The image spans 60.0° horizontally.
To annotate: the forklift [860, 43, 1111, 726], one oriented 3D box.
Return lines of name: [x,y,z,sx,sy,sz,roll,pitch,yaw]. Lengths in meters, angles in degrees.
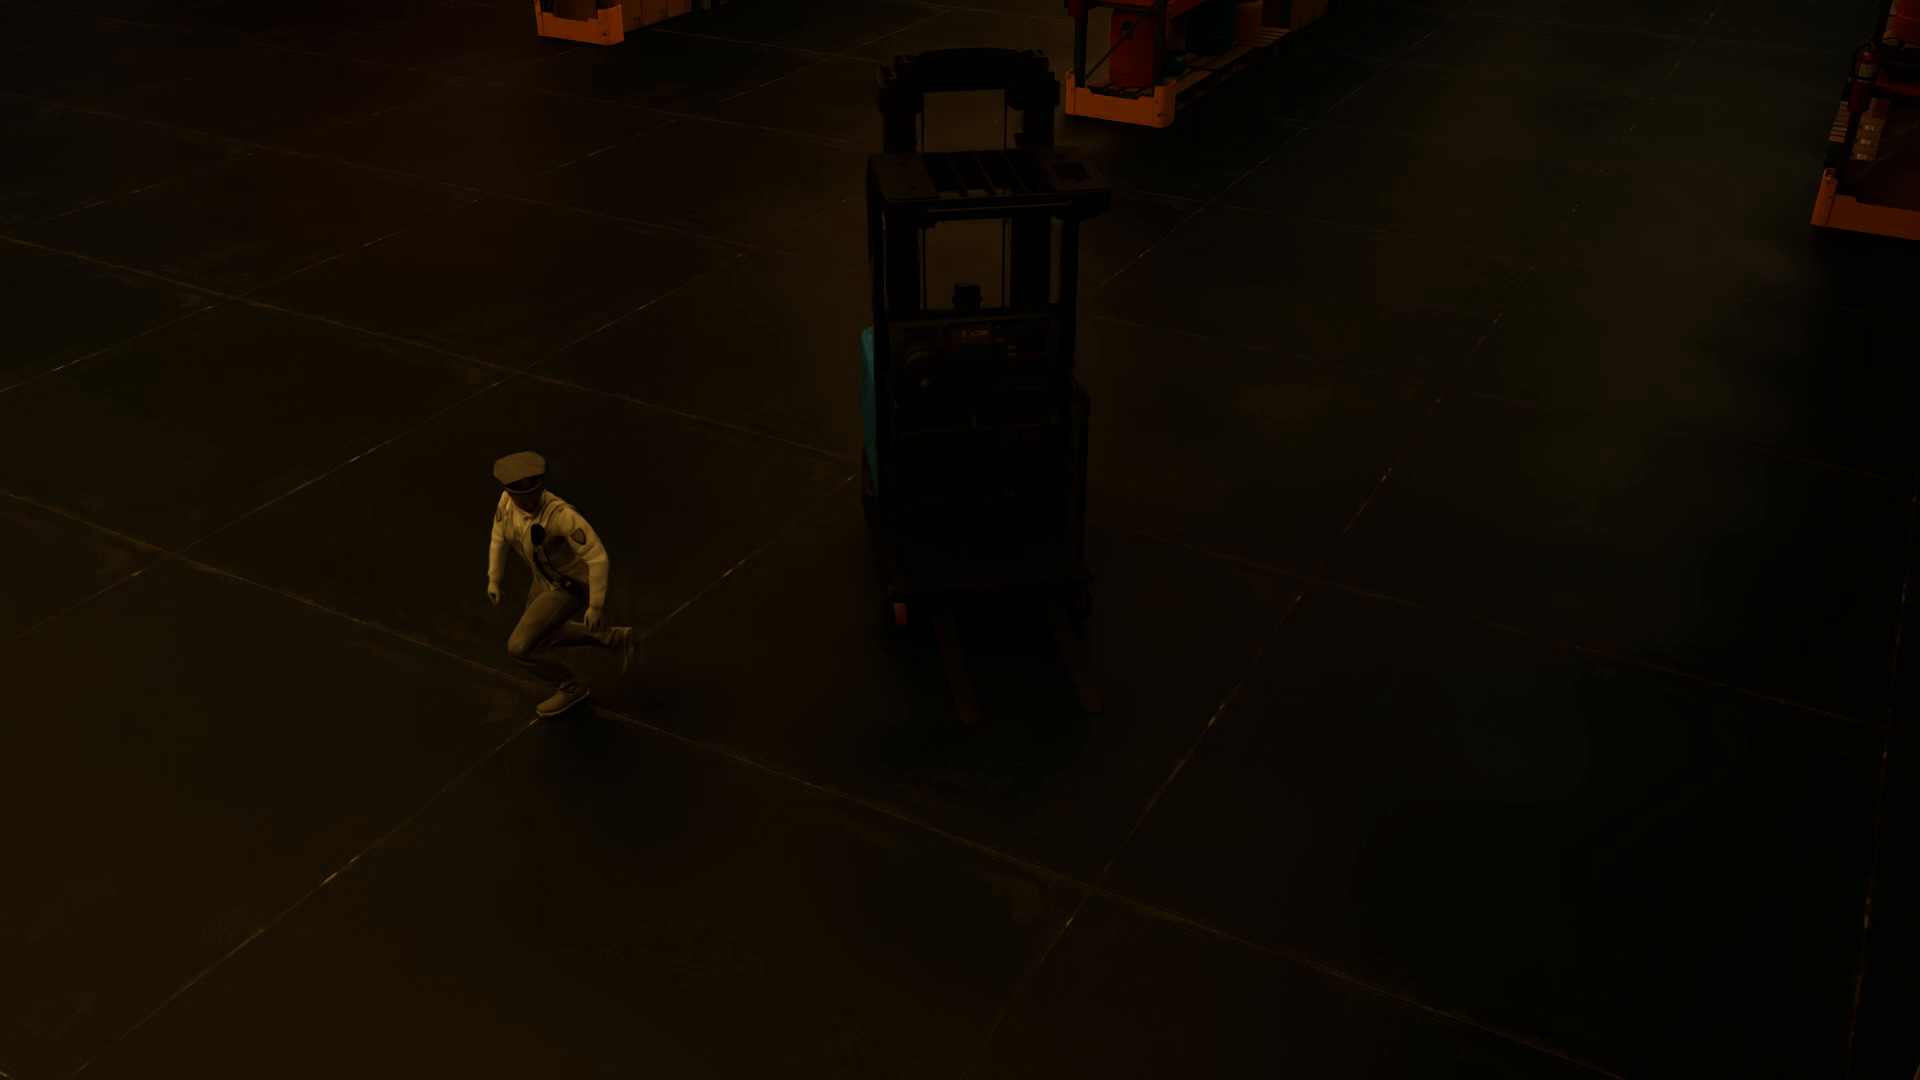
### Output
forklift: [0.119,-0.958,8.731,1.130,2.935,3.031,-5,30,-8]

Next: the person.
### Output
person: [-1.947,0.199,8.227,0.666,1.456,0.635,-18,35,-28]
